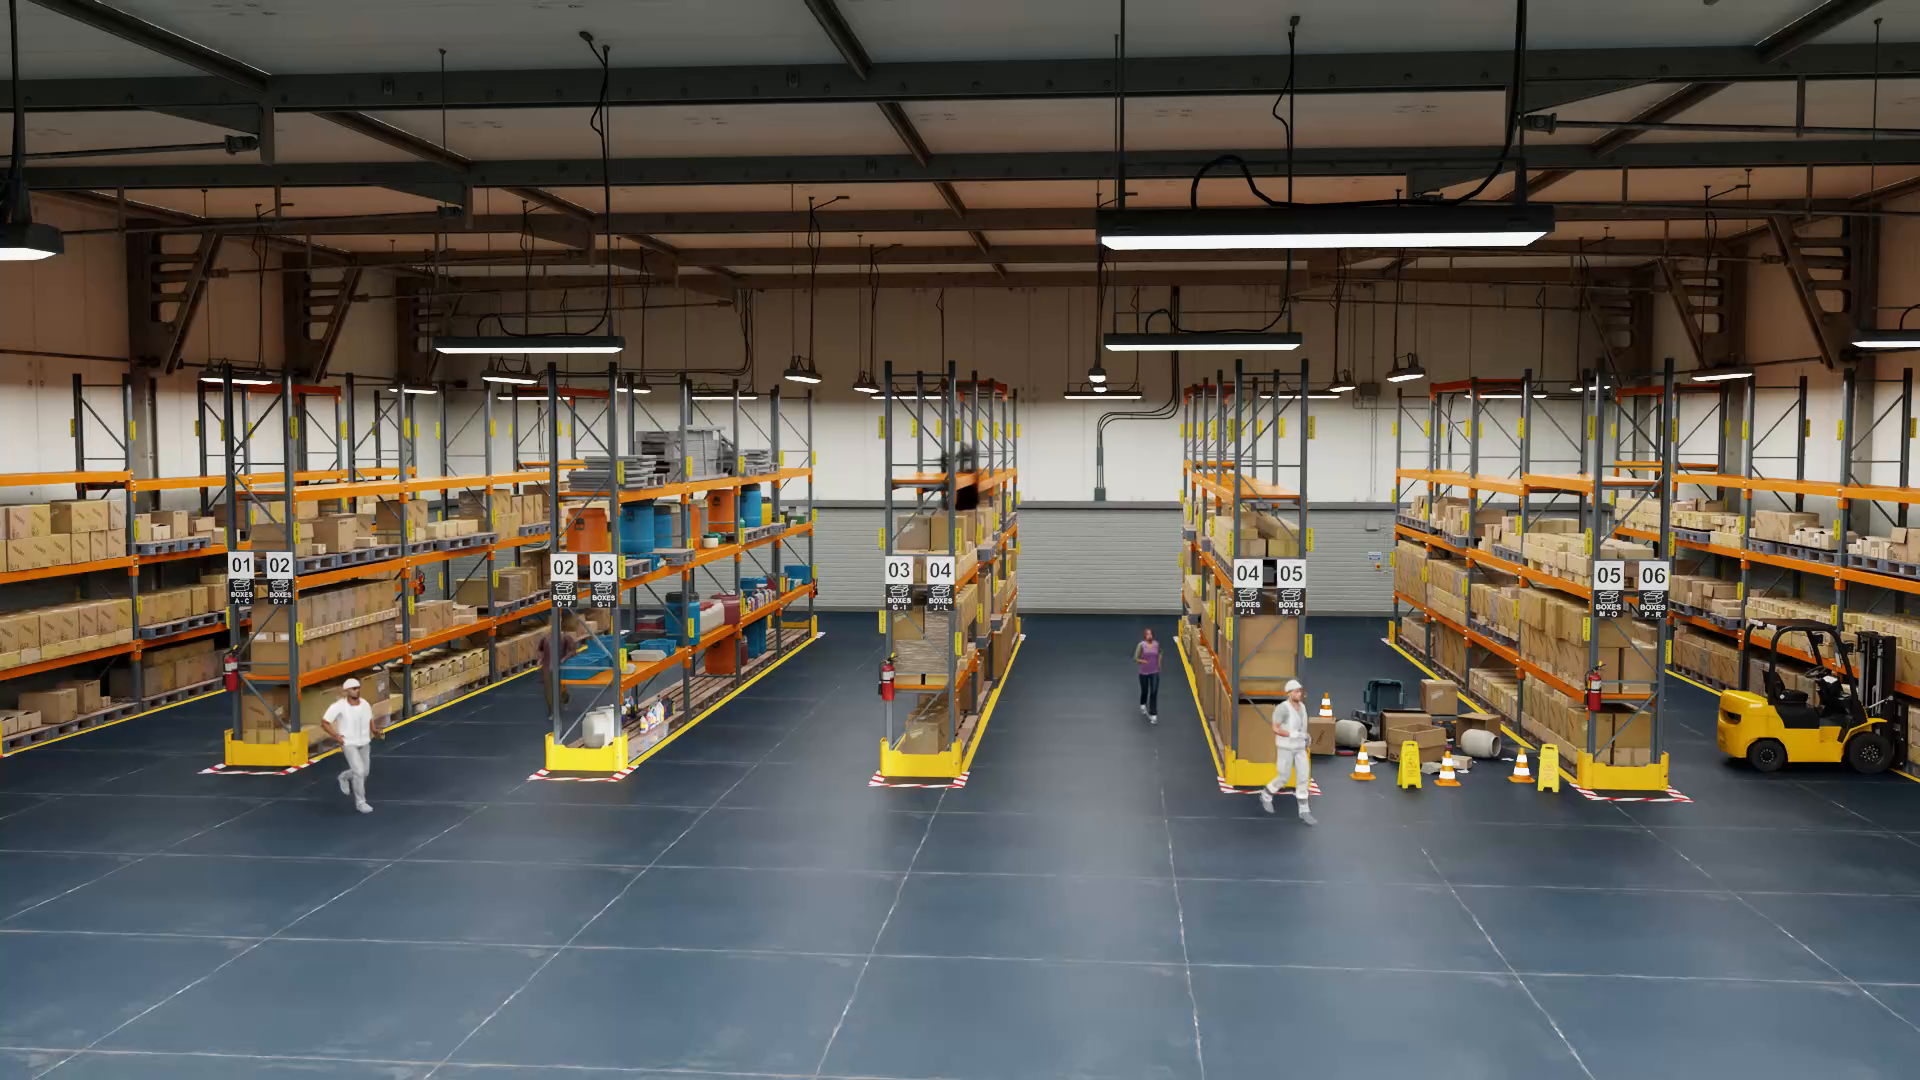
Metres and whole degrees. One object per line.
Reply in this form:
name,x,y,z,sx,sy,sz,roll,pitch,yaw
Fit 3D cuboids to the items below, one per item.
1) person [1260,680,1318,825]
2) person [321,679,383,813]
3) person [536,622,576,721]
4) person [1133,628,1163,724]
person,4.249,2.692,21.381,0.681,1.806,0.885,-3,5,-34
person,-8.029,2.699,21.977,0.750,1.748,0.692,3,5,35
person,-7.023,2.238,28.855,0.713,1.730,0.754,0,4,2
person,3.247,2.354,28.633,0.540,1.501,0.879,0,4,-4
